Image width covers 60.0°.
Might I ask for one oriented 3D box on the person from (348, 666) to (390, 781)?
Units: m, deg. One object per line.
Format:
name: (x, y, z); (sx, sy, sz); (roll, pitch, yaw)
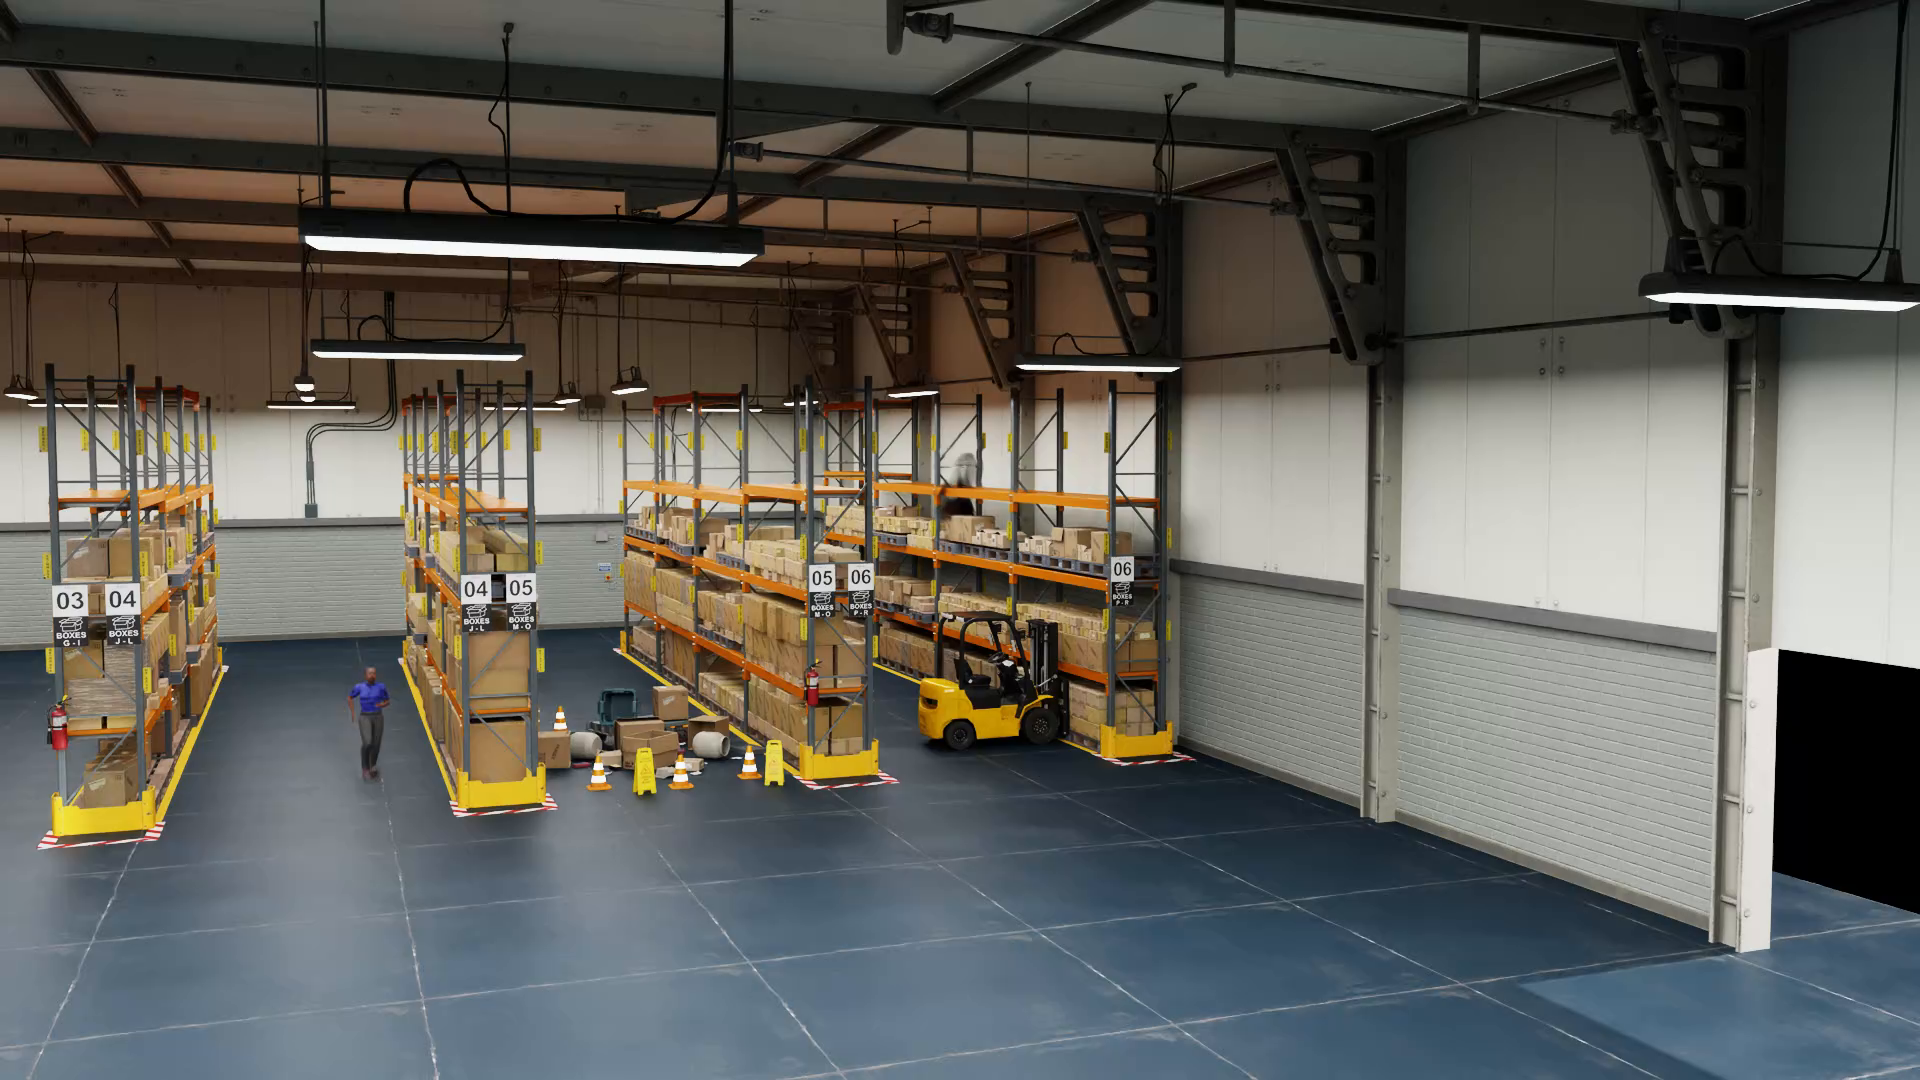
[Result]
person: (-8.800, 2.739, 24.827); (0.543, 1.688, 0.725); (-2, 4, -32)
